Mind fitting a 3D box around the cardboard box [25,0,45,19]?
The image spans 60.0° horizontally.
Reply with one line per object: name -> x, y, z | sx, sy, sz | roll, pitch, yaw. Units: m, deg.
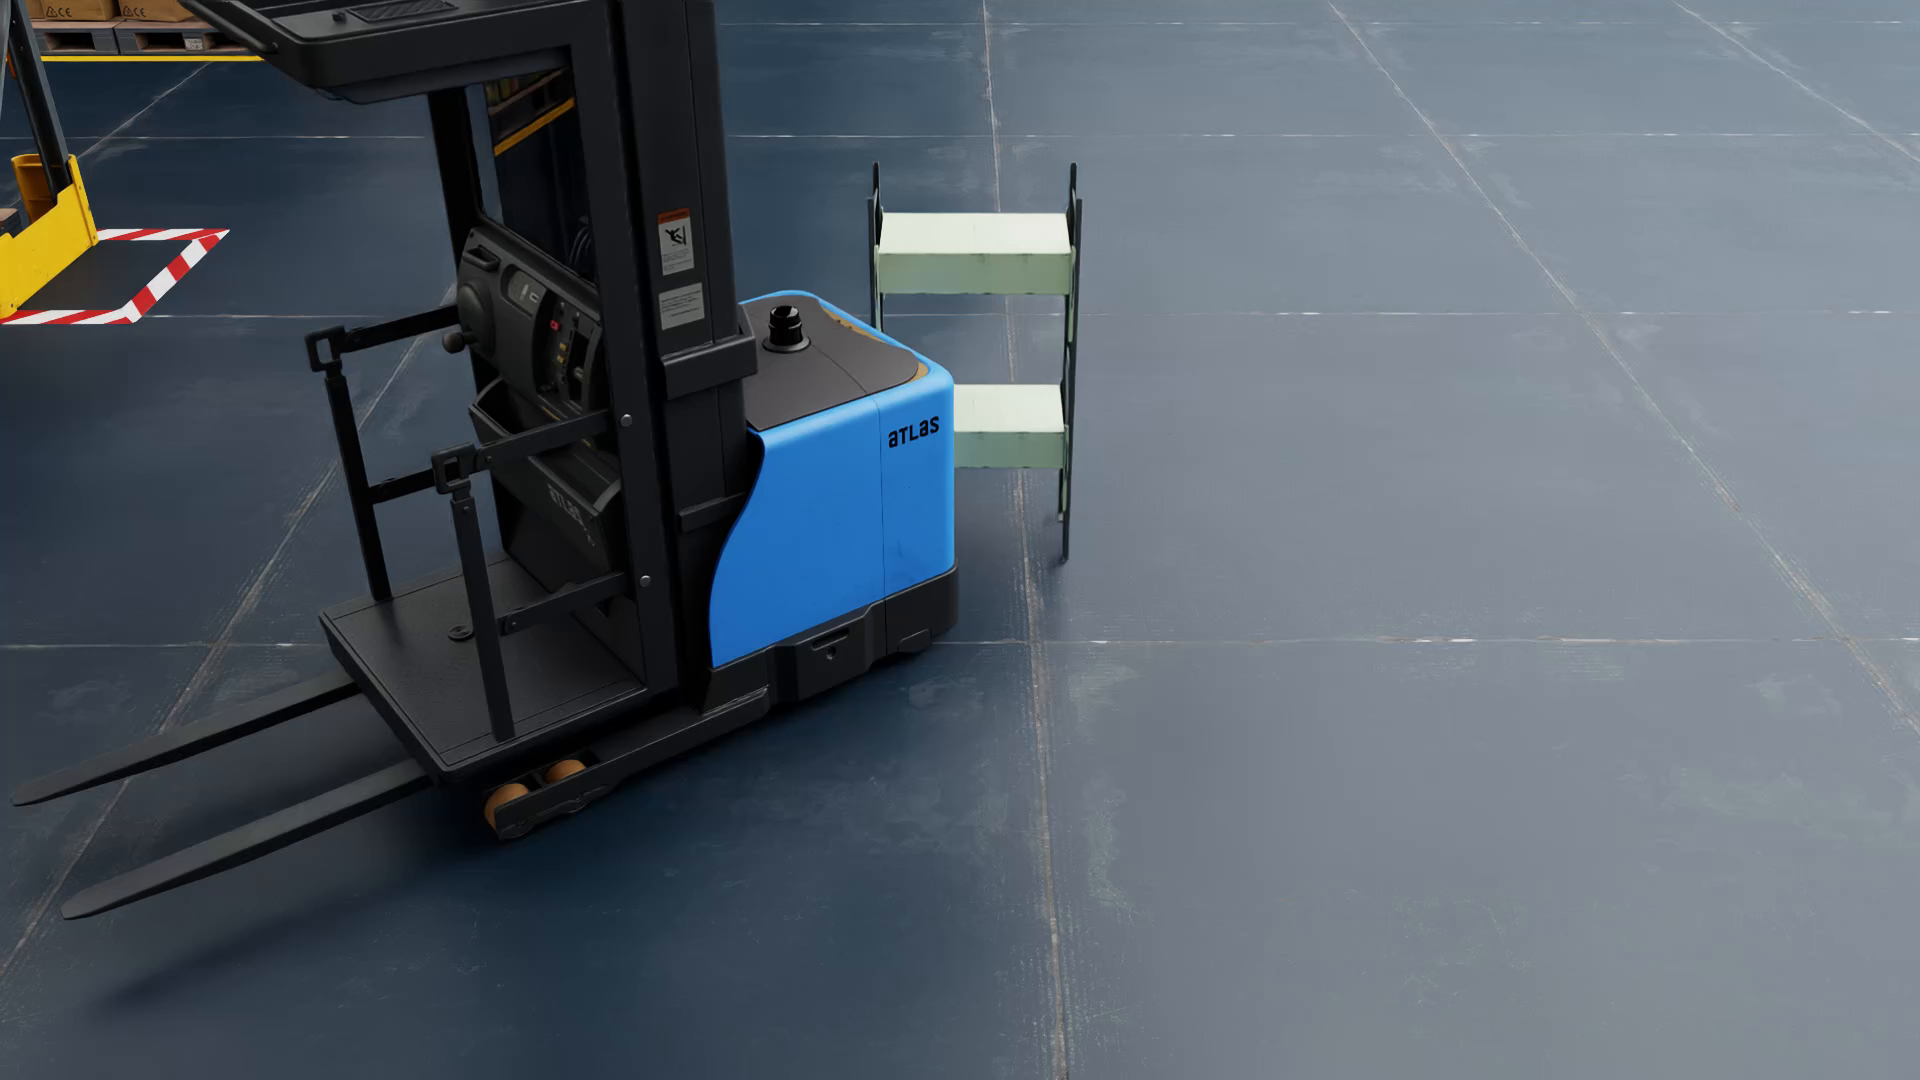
cardboard box -> -7.492, -4.446, 13.192 | 0.500, 0.500, 0.500 | -3, 31, -5

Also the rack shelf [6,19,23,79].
rack shelf -> -7.055, -2.436, 8.567 | 4.000, 0.370, 1.077 | 0, 31, 0

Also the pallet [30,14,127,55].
pallet -> -7.191, -4.140, 13.370 | 1.213, 0.211, 1.003 | 0, 31, 0

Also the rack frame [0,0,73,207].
rack frame -> -5.055, -2.750, 8.391 | 0.127, 3.000, 1.000 | 0, 31, 0

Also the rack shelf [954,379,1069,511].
rack shelf -> 0.053, -0.380, 6.558 | 0.720, 0.370, 0.431 | 0, 31, 0

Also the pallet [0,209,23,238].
pallet -> -5.943, -1.533, 9.074 | 1.213, 0.211, 1.003 | 0, 31, 0

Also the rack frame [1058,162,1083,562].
rack frame -> 0.419, -0.657, 6.388 | 0.023, 1.500, 0.400 | 0, 31, 0

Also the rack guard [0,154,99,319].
rack guard -> -5.131, -1.657, 8.999 | 0.348, 0.500, 1.175 | 0, 31, 0

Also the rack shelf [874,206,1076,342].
rack shelf -> 0.053, -0.992, 6.187 | 0.720, 0.370, 0.431 | 0, 31, 0

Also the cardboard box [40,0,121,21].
cardboard box -> -6.933, -4.425, 13.156 | 0.500, 0.500, 0.500 | 3, 31, 4

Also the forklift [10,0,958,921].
forklift -> -1.481, -0.631, 4.965 | 3.031, 2.935, 1.130 | -22, 38, -32

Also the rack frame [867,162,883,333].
rack frame -> -0.313, -0.659, 6.391 | 0.023, 1.500, 0.400 | 0, 31, 0

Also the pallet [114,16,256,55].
pallet -> -5.974, -4.143, 13.374 | 1.213, 0.211, 1.003 | 0, 31, 0

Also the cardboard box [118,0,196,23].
cardboard box -> -6.307, -4.417, 13.143 | 0.500, 0.500, 0.500 | 8, 32, 13

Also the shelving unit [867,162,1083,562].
shelving unit -> 0.053, -0.658, 6.389 | 0.755, 1.500, 0.431 | 0, 31, 0
